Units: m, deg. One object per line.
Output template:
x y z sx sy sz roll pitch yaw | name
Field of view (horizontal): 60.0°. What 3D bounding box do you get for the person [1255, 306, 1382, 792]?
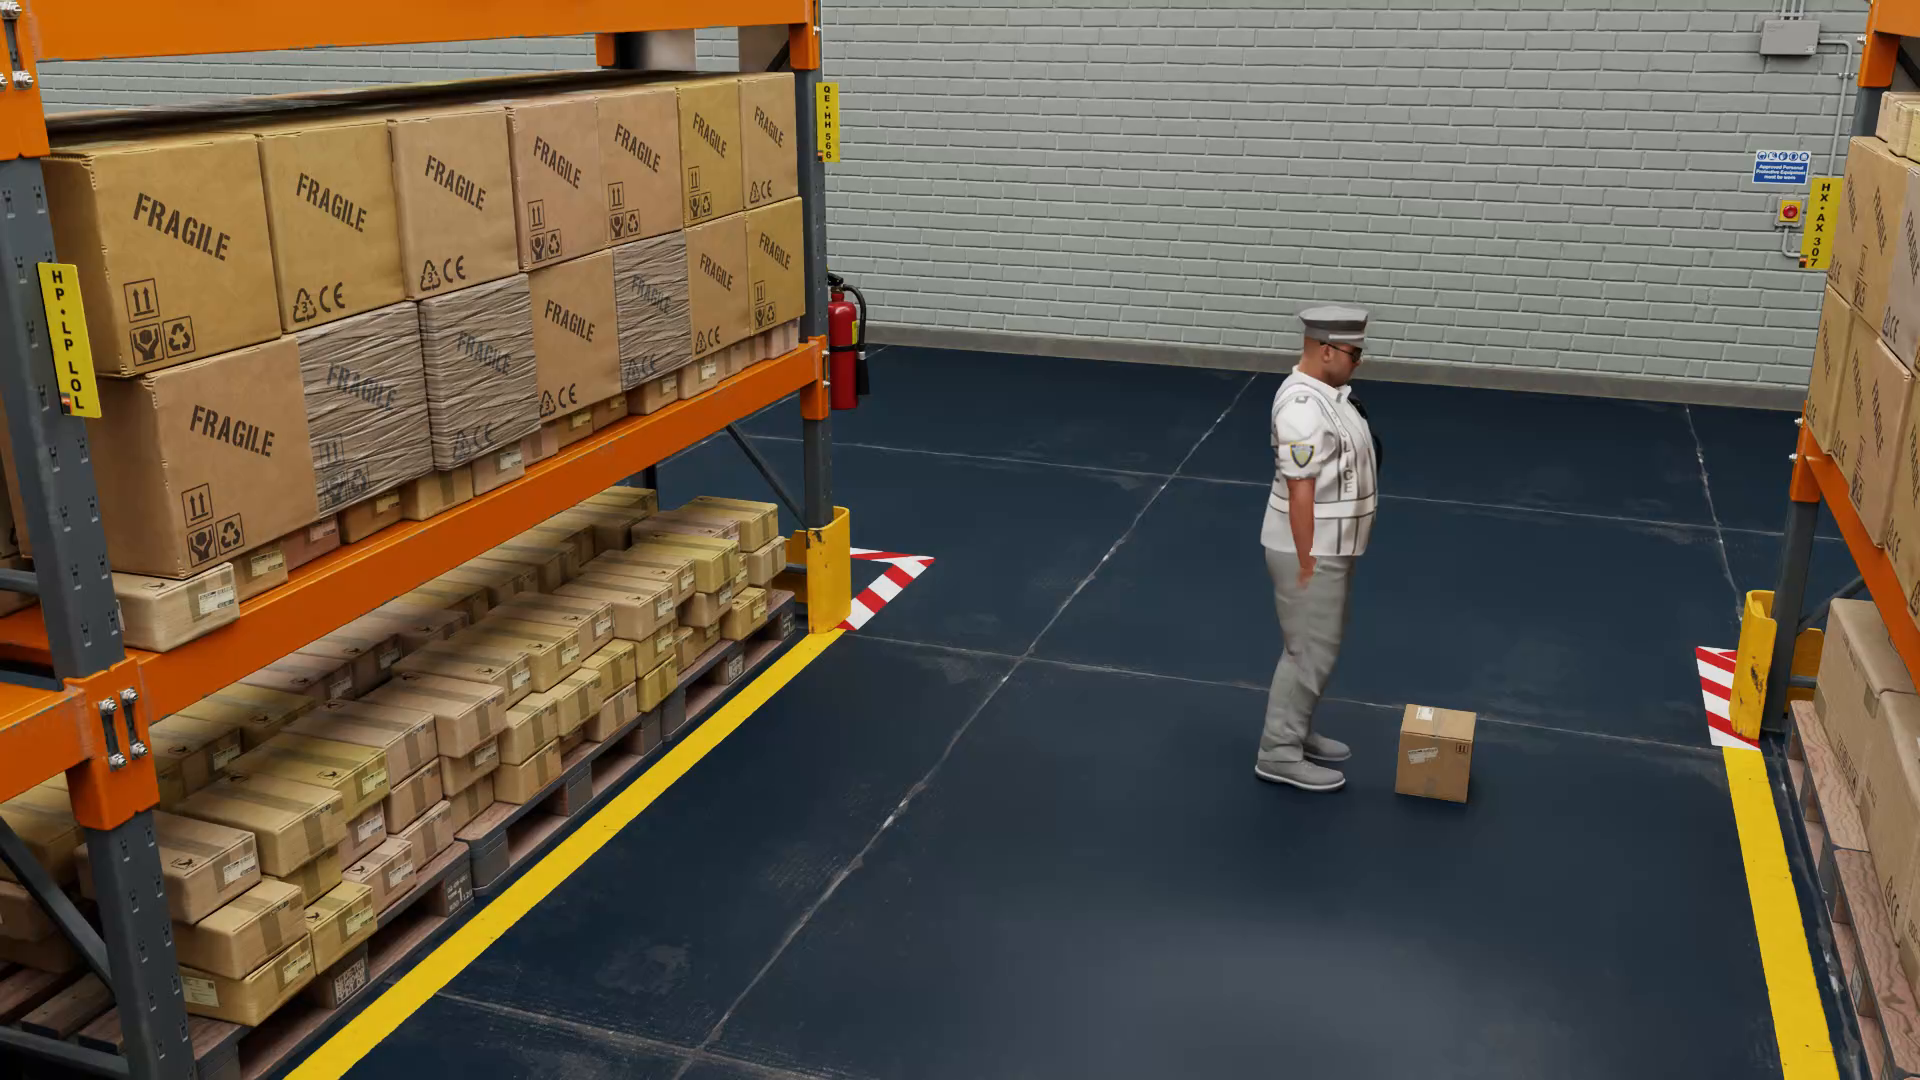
1.294 0.025 6.016 0.392 1.751 0.529 7 20 19 | person
